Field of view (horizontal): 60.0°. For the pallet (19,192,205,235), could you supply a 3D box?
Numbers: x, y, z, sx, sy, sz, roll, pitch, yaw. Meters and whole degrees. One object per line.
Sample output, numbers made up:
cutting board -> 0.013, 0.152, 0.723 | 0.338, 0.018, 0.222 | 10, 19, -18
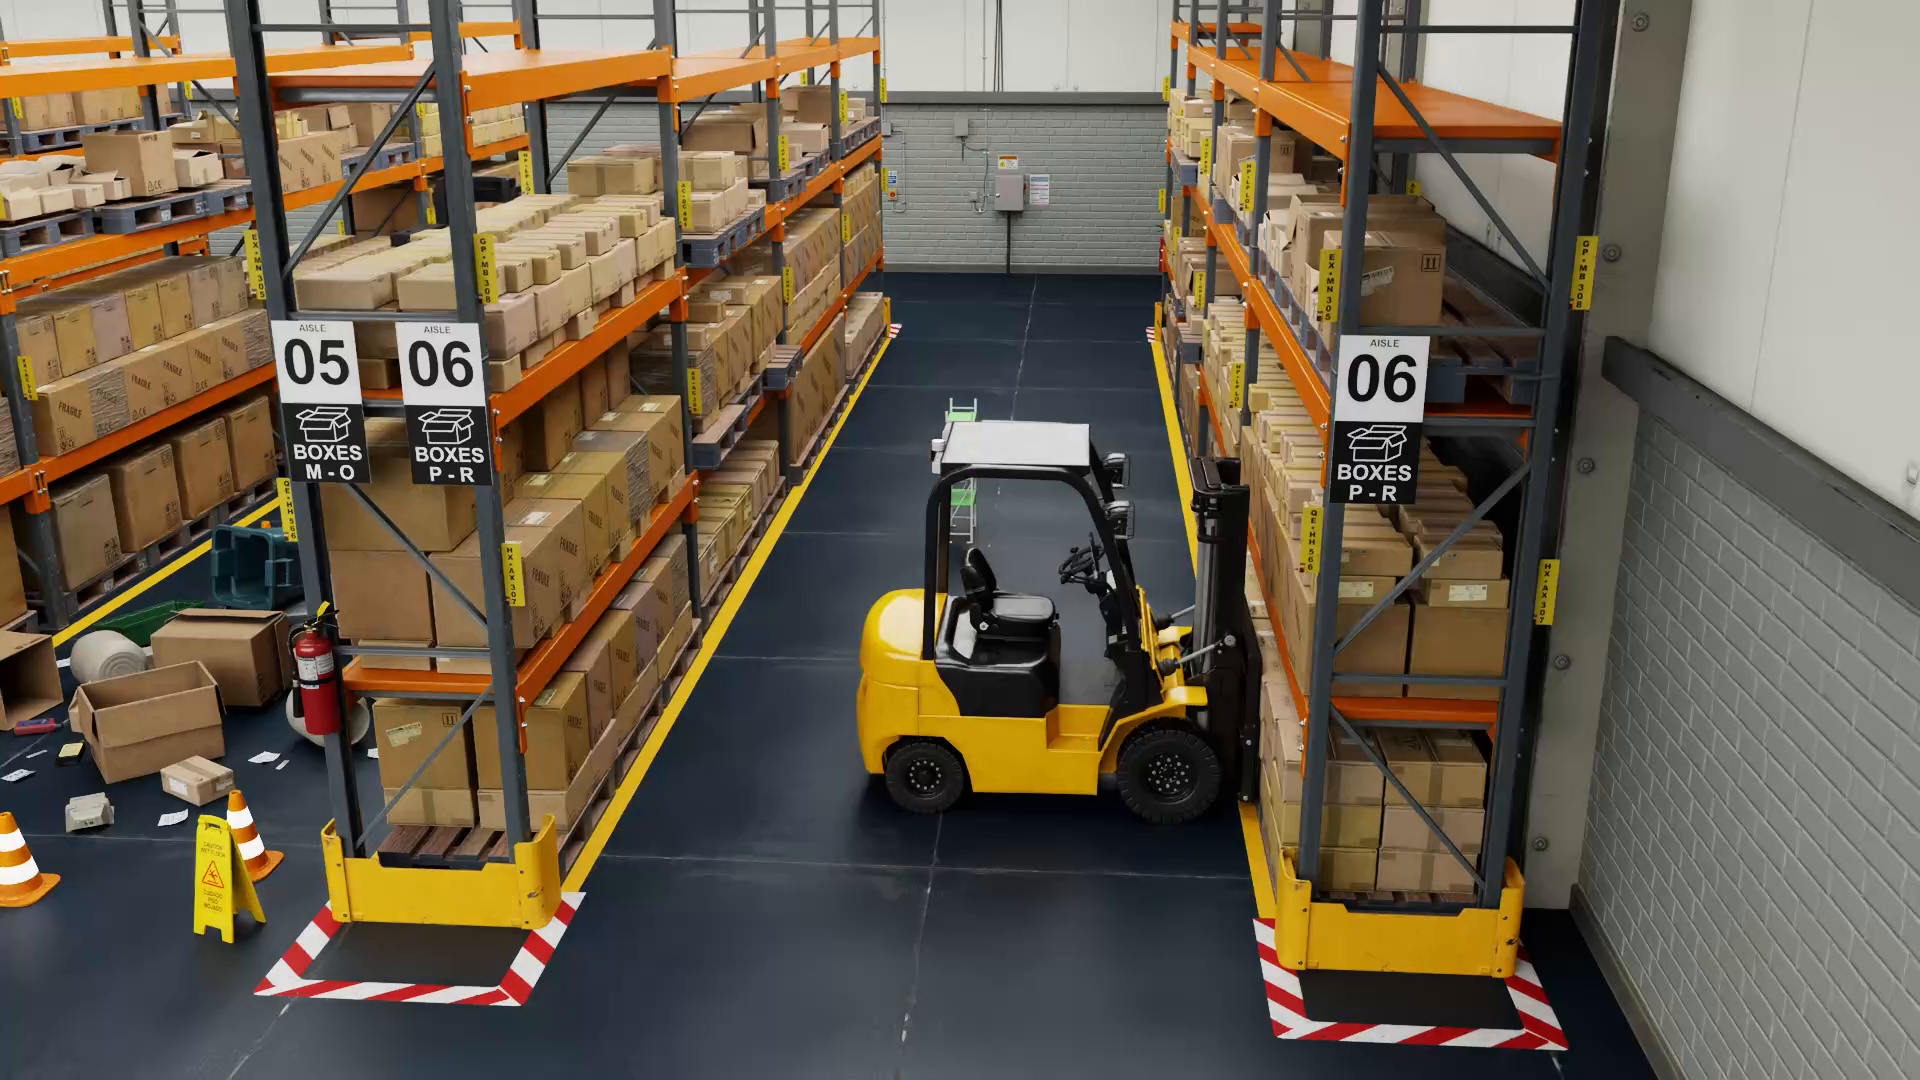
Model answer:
pallet -> -7.187, -2.780, 14.076 | 1.003, 0.211, 1.213 | 2, 18, 6

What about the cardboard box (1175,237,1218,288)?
cardboard box -> 2.808, -3.148, 18.879 | 0.700, 0.500, 0.500 | 2, 18, 5

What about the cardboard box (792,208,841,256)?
cardboard box -> -1.667, -3.534, 19.126 | 0.500, 0.500, 0.500 | 2, 18, 6

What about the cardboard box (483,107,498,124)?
cardboard box -> -6.398, -5.603, 21.825 | 0.500, 0.250, 0.500 | 2, 18, 5

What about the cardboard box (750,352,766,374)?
cardboard box -> -1.913, -1.559, 14.592 | 0.380, 0.149, 0.250 | 2, 18, 5

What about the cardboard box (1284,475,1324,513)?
cardboard box -> 1.999, -0.251, 9.191 | 0.380, 0.149, 0.250 | 2, 18, 5

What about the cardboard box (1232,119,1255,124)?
cardboard box -> 3.155, -4.487, 18.073 | 0.380, 0.149, 0.250 | 1, 18, 3

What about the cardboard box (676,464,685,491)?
cardboard box -> -2.178, -0.445, 11.868 | 0.380, 0.149, 0.250 | 1, 18, 3

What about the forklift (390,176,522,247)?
forklift -> -4.819, -2.035, 16.426 | 1.130, 2.935, 3.031 | 2, 18, 7

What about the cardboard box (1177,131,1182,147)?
cardboard box -> 2.594, -4.436, 18.395 | 0.380, 0.149, 0.250 | 1, 18, 5

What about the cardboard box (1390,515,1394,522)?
cardboard box -> 2.651, -0.173, 9.430 | 0.380, 0.149, 0.250 | 2, 18, 6

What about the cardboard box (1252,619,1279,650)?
cardboard box -> 2.028, 0.690, 10.137 | 0.500, 0.250, 0.500 | 1, 18, 3

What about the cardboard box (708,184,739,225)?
cardboard box -> -1.982, -2.555, 12.653 | 0.500, 0.250, 0.500 | 1, 18, 3

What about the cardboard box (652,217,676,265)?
cardboard box -> -2.222, -2.023, 11.226 | 0.500, 0.250, 0.500 | 1, 18, 3

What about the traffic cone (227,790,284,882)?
traffic cone -> -4.002, 1.614, 9.254 | 0.336, 0.463, 0.334 | 1, 18, 4

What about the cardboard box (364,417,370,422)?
cardboard box -> -6.747, -1.534, 18.128 | 0.500, 0.500, 0.500 | 1, 18, 3

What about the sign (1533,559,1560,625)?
sign -> 2.758, 0.246, 7.838 | 0.100, 0.325, 0.005 | 1, 18, 4

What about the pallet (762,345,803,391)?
pallet -> -2.117, -1.599, 15.293 | 1.213, 0.211, 1.003 | 1, 18, 4

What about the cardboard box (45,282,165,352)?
cardboard box -> -7.265, -1.901, 14.141 | 0.700, 0.500, 0.500 | 1, 18, 3

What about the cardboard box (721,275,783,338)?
cardboard box -> -1.928, -2.155, 15.369 | 0.500, 0.500, 0.500 | 1, 18, 2

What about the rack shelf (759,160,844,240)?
rack shelf -> -2.029, -3.618, 17.487 | 1.077, 0.370, 4.000 | 1, 18, 4

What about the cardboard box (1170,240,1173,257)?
cardboard box -> 2.967, -3.750, 21.315 | 0.500, 0.250, 0.500 | 1, 18, 2

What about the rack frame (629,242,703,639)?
rack frame -> -2.459, -0.671, 12.155 | 1.000, 3.000, 0.127 | 1, 18, 4

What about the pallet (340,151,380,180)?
pallet -> -7.052, -4.060, 17.980 | 1.213, 0.211, 1.003 | 1, 18, 4

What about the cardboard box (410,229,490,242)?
cardboard box -> -2.940, -1.703, 9.608 | 0.380, 0.149, 0.250 | 2, 18, 5

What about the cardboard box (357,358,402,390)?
cardboard box -> -2.999, -0.852, 8.293 | 0.380, 0.149, 0.250 | 1, 18, 4

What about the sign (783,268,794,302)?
sign -> -1.631, -2.417, 15.750 | 0.100, 0.325, 0.005 | 1, 18, 4

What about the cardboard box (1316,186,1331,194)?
cardboard box -> 2.702, -2.703, 13.077 | 0.380, 0.166, 0.250 | 1, 18, 4

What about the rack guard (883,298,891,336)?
rack guard -> -1.597, -3.218, 23.941 | 1.175, 0.500, 0.348 | 1, 18, 4

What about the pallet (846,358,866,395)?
pallet -> -1.753, -2.065, 20.887 | 1.003, 0.211, 1.213 | 1, 18, 4

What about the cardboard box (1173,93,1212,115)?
cardboard box -> 2.992, -5.576, 21.265 | 0.500, 0.250, 0.500 | 1, 18, 3

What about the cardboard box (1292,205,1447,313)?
cardboard box -> 2.167, -1.498, 8.865 | 0.700, 0.500, 0.500 | 1, 18, 4

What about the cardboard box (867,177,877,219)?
cardboard box -> -1.404, -4.603, 22.387 | 0.500, 0.500, 0.500 | 1, 18, 4

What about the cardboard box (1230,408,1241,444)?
cardboard box -> 2.272, -0.886, 12.248 | 0.500, 0.250, 0.500 | 1, 18, 3

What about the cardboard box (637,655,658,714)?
cardboard box -> -2.303, 0.949, 10.952 | 0.500, 0.250, 0.500 | 2, 18, 5

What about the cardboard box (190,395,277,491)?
cardboard box -> -7.250, -0.936, 15.901 | 1.050, 0.750, 0.750 | 1, 18, 3

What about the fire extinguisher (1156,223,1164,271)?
fire extinguisher -> 2.902, -4.131, 23.435 | 0.296, 0.674, 0.183 | 1, 18, 4

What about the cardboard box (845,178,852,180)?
cardboard box -> -1.563, -4.477, 20.961 | 0.380, 0.149, 0.250 | 1, 18, 4

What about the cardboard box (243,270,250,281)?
cardboard box -> -7.500, -2.677, 17.051 | 0.380, 0.149, 0.250 | 2, 18, 6

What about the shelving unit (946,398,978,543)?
shelving unit -> 0.012, -0.622, 14.893 | 0.258, 1.200, 0.503 | 1, 18, 4

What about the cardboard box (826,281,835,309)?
cardboard box -> -1.704, -2.782, 18.836 | 0.500, 0.250, 0.500 | 1, 18, 3

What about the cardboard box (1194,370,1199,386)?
cardboard box -> 2.685, -1.694, 17.575 | 0.380, 0.149, 0.250 | 0, 18, 1

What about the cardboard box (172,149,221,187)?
cardboard box -> -6.893, -3.292, 14.642 | 0.500, 0.311, 0.500 | 1, 18, 4

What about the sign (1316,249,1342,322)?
sign -> 1.665, -1.144, 7.486 | 0.100, 0.325, 0.005 | 1, 18, 4

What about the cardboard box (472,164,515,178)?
cardboard box -> -6.365, -4.836, 22.622 | 0.500, 0.500, 0.500 | 1, 18, 2

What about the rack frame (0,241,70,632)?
rack frame -> -7.404, -0.751, 12.396 | 1.000, 3.000, 0.127 | 1, 18, 4

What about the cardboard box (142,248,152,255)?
cardboard box -> -11.270, -3.984, 22.669 | 0.380, 0.149, 0.250 | 1, 18, 4

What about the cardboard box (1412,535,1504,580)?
cardboard box -> 2.442, 0.084, 8.170 | 0.380, 0.149, 0.250 | 1, 18, 3

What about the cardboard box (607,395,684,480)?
cardboard box -> -2.243, -0.717, 11.655 | 0.500, 0.500, 0.500 | 1, 18, 3

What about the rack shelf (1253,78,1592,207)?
rack shelf -> 2.349, -2.260, 9.165 | 1.077, 0.370, 4.000 | 1, 18, 4

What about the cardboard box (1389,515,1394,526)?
cardboard box -> 2.565, 0.167, 9.436 | 0.500, 0.500, 0.500 | 1, 18, 3

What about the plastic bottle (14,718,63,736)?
plastic bottle -> -6.113, 1.237, 11.050 | 0.283, 0.061, 0.133 | -5, 19, -15

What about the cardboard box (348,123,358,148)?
cardboard box -> -7.103, -4.549, 18.641 | 0.500, 0.311, 0.500 | 1, 18, 3

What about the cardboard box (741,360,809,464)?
cardboard box -> -2.040, -1.316, 16.861 | 0.875, 0.875, 0.875 | 1, 18, 3

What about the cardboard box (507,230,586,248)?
cardboard box -> -2.377, -1.692, 9.575 | 0.380, 0.149, 0.250 | 2, 18, 5

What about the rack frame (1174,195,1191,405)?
rack frame -> 3.065, -3.046, 19.403 | 1.000, 3.000, 0.127 | 1, 18, 4
